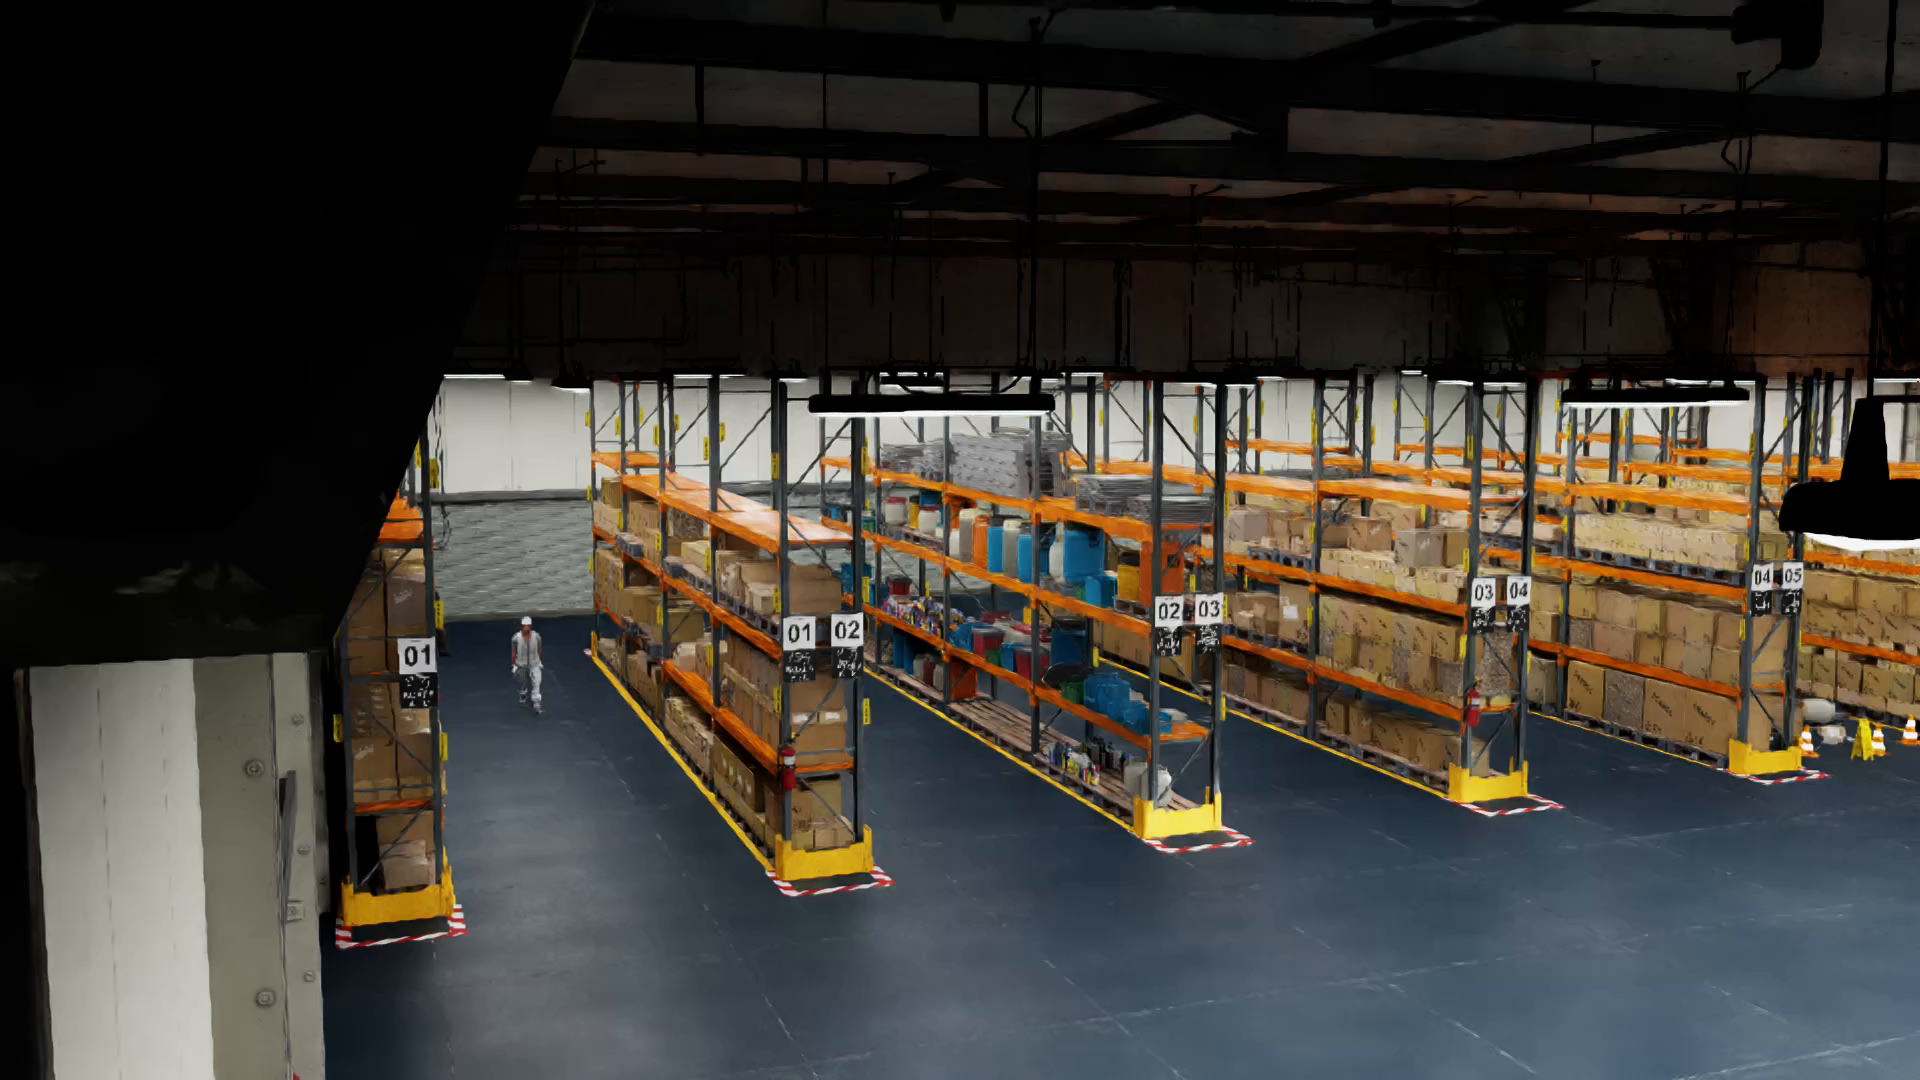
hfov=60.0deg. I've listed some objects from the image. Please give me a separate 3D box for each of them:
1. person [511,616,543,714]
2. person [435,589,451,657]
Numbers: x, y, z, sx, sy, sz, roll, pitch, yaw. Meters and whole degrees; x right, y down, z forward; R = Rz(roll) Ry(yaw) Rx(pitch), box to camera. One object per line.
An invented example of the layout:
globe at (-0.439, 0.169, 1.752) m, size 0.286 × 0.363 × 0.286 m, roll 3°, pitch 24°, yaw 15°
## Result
person at (-7.650, 2.190, 29.396) m, size 0.553 × 1.709 × 1.123 m, roll -2°, pitch 7°, yaw -18°
person at (-11.070, 1.627, 34.657) m, size 0.655 × 1.675 × 0.734 m, roll -6°, pitch 9°, yaw -44°
